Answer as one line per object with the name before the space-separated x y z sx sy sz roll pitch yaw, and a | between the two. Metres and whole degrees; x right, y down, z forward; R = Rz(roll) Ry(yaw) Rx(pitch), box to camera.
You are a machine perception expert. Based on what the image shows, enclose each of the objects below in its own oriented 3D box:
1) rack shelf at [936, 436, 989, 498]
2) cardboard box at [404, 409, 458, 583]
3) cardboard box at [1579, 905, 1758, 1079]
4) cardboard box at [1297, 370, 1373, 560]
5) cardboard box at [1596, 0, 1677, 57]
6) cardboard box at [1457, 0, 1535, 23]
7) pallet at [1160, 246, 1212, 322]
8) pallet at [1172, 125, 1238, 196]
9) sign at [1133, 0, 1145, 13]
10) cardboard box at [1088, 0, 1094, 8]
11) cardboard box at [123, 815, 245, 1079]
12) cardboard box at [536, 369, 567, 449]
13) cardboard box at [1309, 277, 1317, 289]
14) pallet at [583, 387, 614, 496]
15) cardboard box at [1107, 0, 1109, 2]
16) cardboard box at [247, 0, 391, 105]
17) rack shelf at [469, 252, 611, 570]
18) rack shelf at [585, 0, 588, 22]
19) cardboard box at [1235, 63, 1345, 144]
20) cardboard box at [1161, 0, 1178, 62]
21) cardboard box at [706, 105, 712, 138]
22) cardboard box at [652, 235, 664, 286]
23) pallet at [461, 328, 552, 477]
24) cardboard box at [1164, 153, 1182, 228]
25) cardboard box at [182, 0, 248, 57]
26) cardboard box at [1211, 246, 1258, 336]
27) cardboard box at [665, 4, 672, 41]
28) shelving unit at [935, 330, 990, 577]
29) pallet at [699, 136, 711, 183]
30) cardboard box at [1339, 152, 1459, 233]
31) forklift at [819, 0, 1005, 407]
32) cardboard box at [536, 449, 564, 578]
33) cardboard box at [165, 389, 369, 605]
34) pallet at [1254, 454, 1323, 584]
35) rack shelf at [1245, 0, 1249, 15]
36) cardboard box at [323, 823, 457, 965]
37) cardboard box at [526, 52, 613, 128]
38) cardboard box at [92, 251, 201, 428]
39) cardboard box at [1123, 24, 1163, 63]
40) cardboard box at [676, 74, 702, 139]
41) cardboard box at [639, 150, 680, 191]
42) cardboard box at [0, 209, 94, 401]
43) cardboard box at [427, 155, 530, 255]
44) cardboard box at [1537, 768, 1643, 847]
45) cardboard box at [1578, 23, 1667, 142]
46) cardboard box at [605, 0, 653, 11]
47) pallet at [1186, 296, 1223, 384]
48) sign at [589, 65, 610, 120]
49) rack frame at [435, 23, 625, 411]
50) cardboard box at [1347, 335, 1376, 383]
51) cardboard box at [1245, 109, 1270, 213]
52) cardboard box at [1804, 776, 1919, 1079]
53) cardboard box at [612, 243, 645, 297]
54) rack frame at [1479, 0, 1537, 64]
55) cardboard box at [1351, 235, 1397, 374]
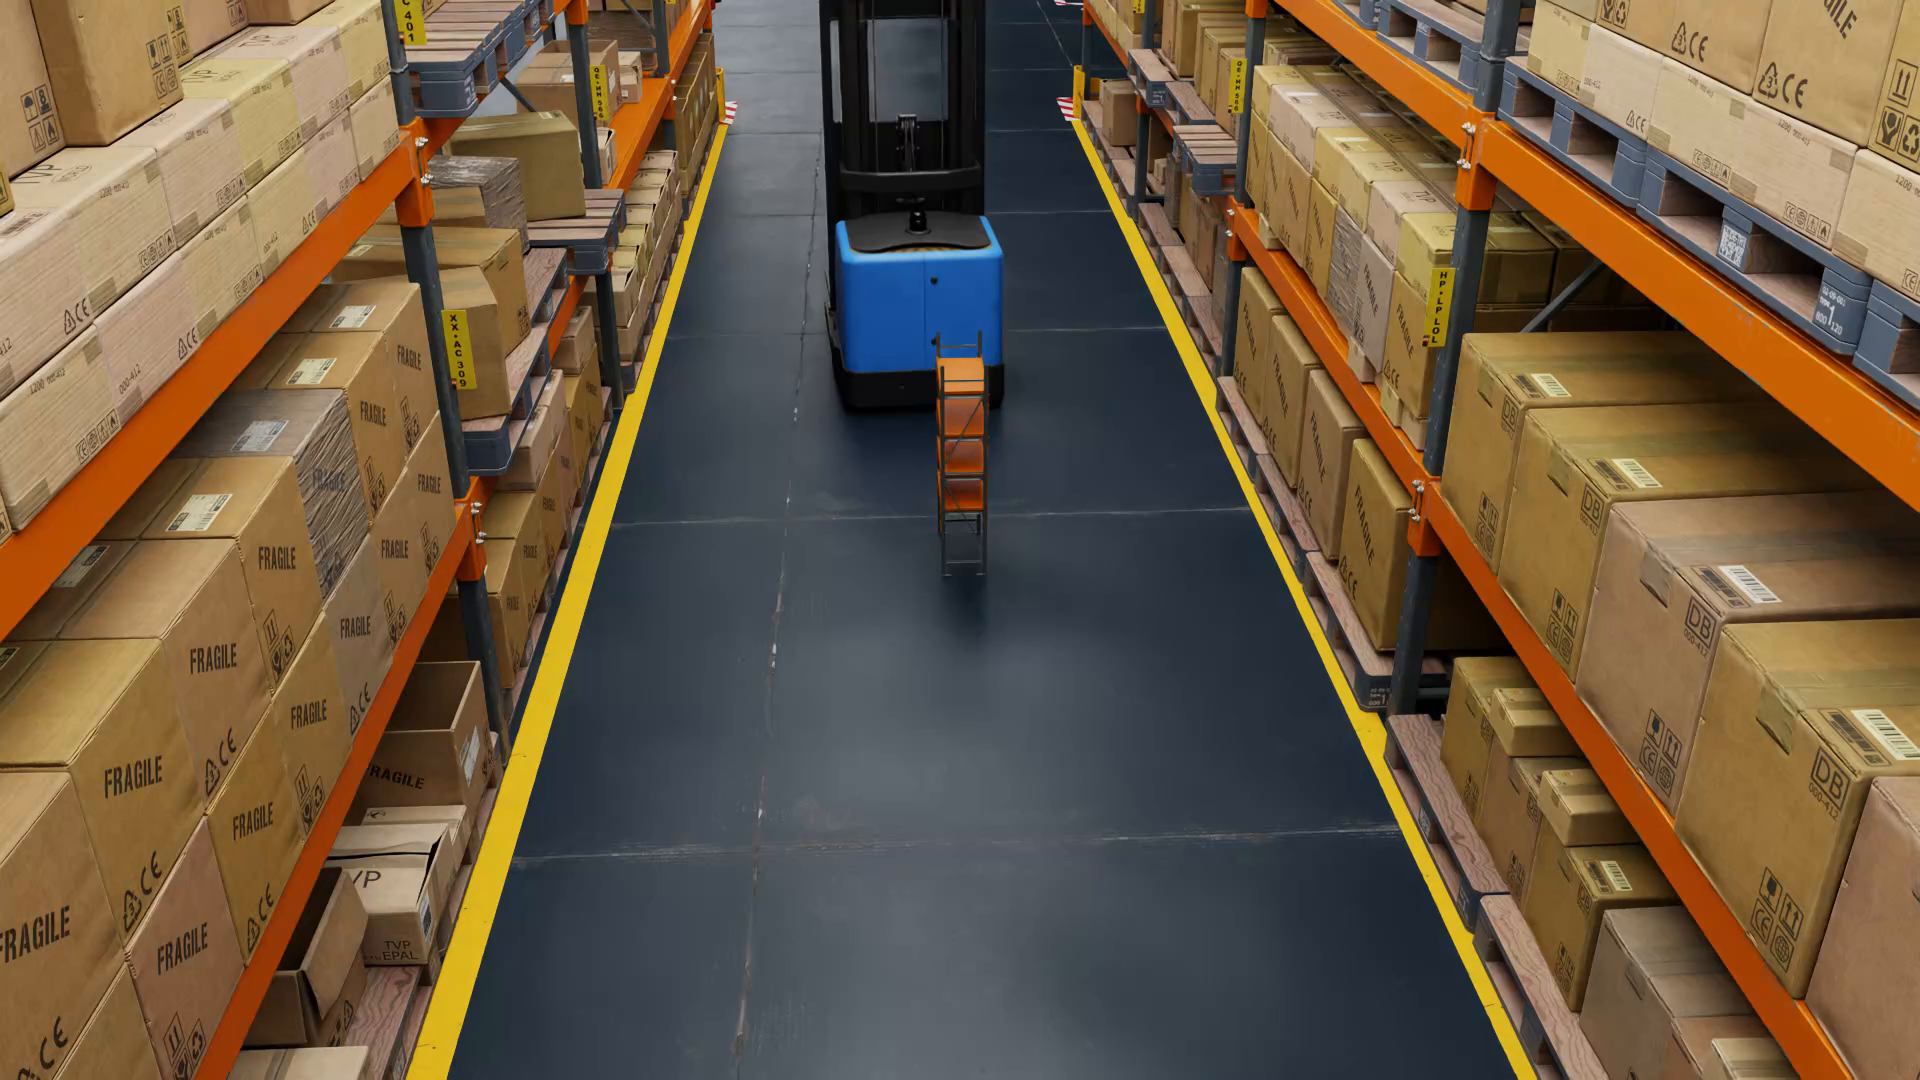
rack shelf | 0.009 -0.396 8.857 0.258 0.148 0.480 -1 28 -3
cardboard box | -2.218 -0.160 6.206 0.500 0.500 0.500 -1 28 -2
cardboard box | 2.466 1.523 5.335 0.700 0.500 0.500 -2 28 -4
cardboard box | 2.233 -0.403 8.649 0.750 0.750 0.750 -1 28 -1
cardboard box | 2.237 -1.715 4.841 0.500 0.500 0.500 -2 28 -4
cardboard box | 2.510 -2.440 6.858 0.700 0.500 0.500 -3 28 -5
pallet | 2.138 -1.996 12.849 1.003 0.211 1.213 -1 28 -3
pallet | 2.094 -2.551 11.104 1.213 0.211 1.003 -1 28 -3
sign | 1.487 -4.524 13.744 0.100 0.325 0.005 -1 28 -3
cardboard box | 1.570 -5.474 16.642 0.500 0.250 0.500 -2 28 -4
cardboard box | -2.083 1.013 3.956 0.500 0.500 0.500 -2 28 -3
cardboard box | -2.361 -0.683 8.732 0.500 0.250 0.500 -2 28 -4
cardboard box | 2.119 -1.456 9.047 0.380 0.149 0.250 -1 28 -2
pallet | -2.708 -0.606 10.183 1.003 0.211 1.213 -1 28 -3
cardboard box | 1.620 -5.346 15.585 0.500 0.500 0.500 -1 28 -1
cardboard box | -2.204 -1.608 5.467 0.500 0.250 0.500 -1 28 -3
rack shelf | -2.605 -0.945 8.597 1.077 0.370 4.000 -1 28 -3
rack shelf | -2.813 -4.123 11.445 1.077 0.370 4.000 -1 28 -3
cardboard box | 2.203 -2.766 10.725 0.700 0.500 0.500 -5 28 -9
cardboard box | 2.021 -4.160 13.399 0.700 0.500 0.500 -1 28 -2
cardboard box | -2.738 -4.148 16.478 0.500 0.250 0.500 -1 28 -3
cardboard box | -2.530 -2.113 12.577 0.500 0.250 0.500 -1 28 -2
pallet | -2.433 -0.627 7.417 1.003 0.211 1.213 -1 28 -3
cardboard box | 2.084 -2.904 13.801 0.700 0.500 0.500 0 28 -1
cardboard box | -2.552 -1.700 4.834 0.700 0.500 0.500 -1 28 -3
cardboard box | 2.148 -1.727 11.545 0.700 0.500 0.500 -1 28 -2
cardboard box | -3.004 -4.760 15.024 0.700 0.500 0.500 -1 28 -2
shelving unit | 0.009 -0.456 8.826 0.258 1.200 0.503 -1 28 -3
pallet | -2.984 -3.732 16.177 1.003 0.211 1.213 -1 28 -3
cardboard box | 2.123 -1.661 7.929 0.500 0.250 0.500 -1 28 -2
forklift | -0.406 -2.810 11.468 1.130 2.935 3.031 -3 28 -6
cardboard box | -2.340 -0.134 8.490 0.500 0.500 0.500 -1 28 -2
cardboard box | -2.160 -0.132 5.070 0.500 0.500 0.500 -1 28 -2
pallet | 2.264 -0.145 9.300 1.003 0.211 1.213 -1 28 -3
rack shelf | 2.133 -4.244 11.678 1.077 0.370 4.000 -1 28 -3
cardboard box | -2.148 1.259 6.024 0.500 0.311 0.500 -1 28 -3
cardboard box | -2.840 -3.250 12.129 0.500 0.500 0.500 -1 28 -3
cardboard box | -2.105 -0.462 3.812 0.500 0.250 0.500 -1 28 -3
cardboard box | 1.701 -4.310 14.411 0.500 0.250 0.500 -1 28 -3
cardboard box | -2.682 -4.018 15.419 0.500 0.500 0.500 -1 28 -3
cardboard box | -2.610 -3.071 13.807 0.500 0.311 0.500 -1 28 -3
cardboard box | -2.077 -0.453 3.253 0.500 0.250 0.500 -1 28 -3
cardboard box | -2.706 -1.703 8.710 0.700 0.500 0.500 4 28 7
cardboard box | 2.246 0.924 5.782 0.380 0.149 0.250 -2 28 -4
cardboard box | 2.232 -1.395 5.037 0.500 0.250 0.500 -2 28 -4
cardboard box | -2.738 -4.496 13.817 0.380 0.149 0.250 -1 28 -3
pallet | 2.198 -1.434 11.771 1.003 0.211 1.213 -1 28 -3
sign | -2.168 -2.684 9.985 0.100 0.325 0.005 -1 28 -3
rack frame | -2.709 -2.188 10.201 1.000 3.000 0.127 -1 28 -3
cardboard box | 2.068 -0.866 7.917 0.380 0.149 0.250 -1 28 -3
cardboard box | 2.008 -2.264 9.896 0.500 0.500 0.500 -1 28 -1
cardboard box | 2.619 1.017 3.732 0.980 0.700 0.700 0 28 0
cardboard box | -2.479 -1.895 11.553 0.500 0.311 0.500 -2 28 -4
rack frame | 2.447 -3.122 5.505 1.000 3.000 0.127 -1 28 -3
cardboard box | 2.134 -1.090 7.644 0.500 0.500 0.500 -1 28 -2
